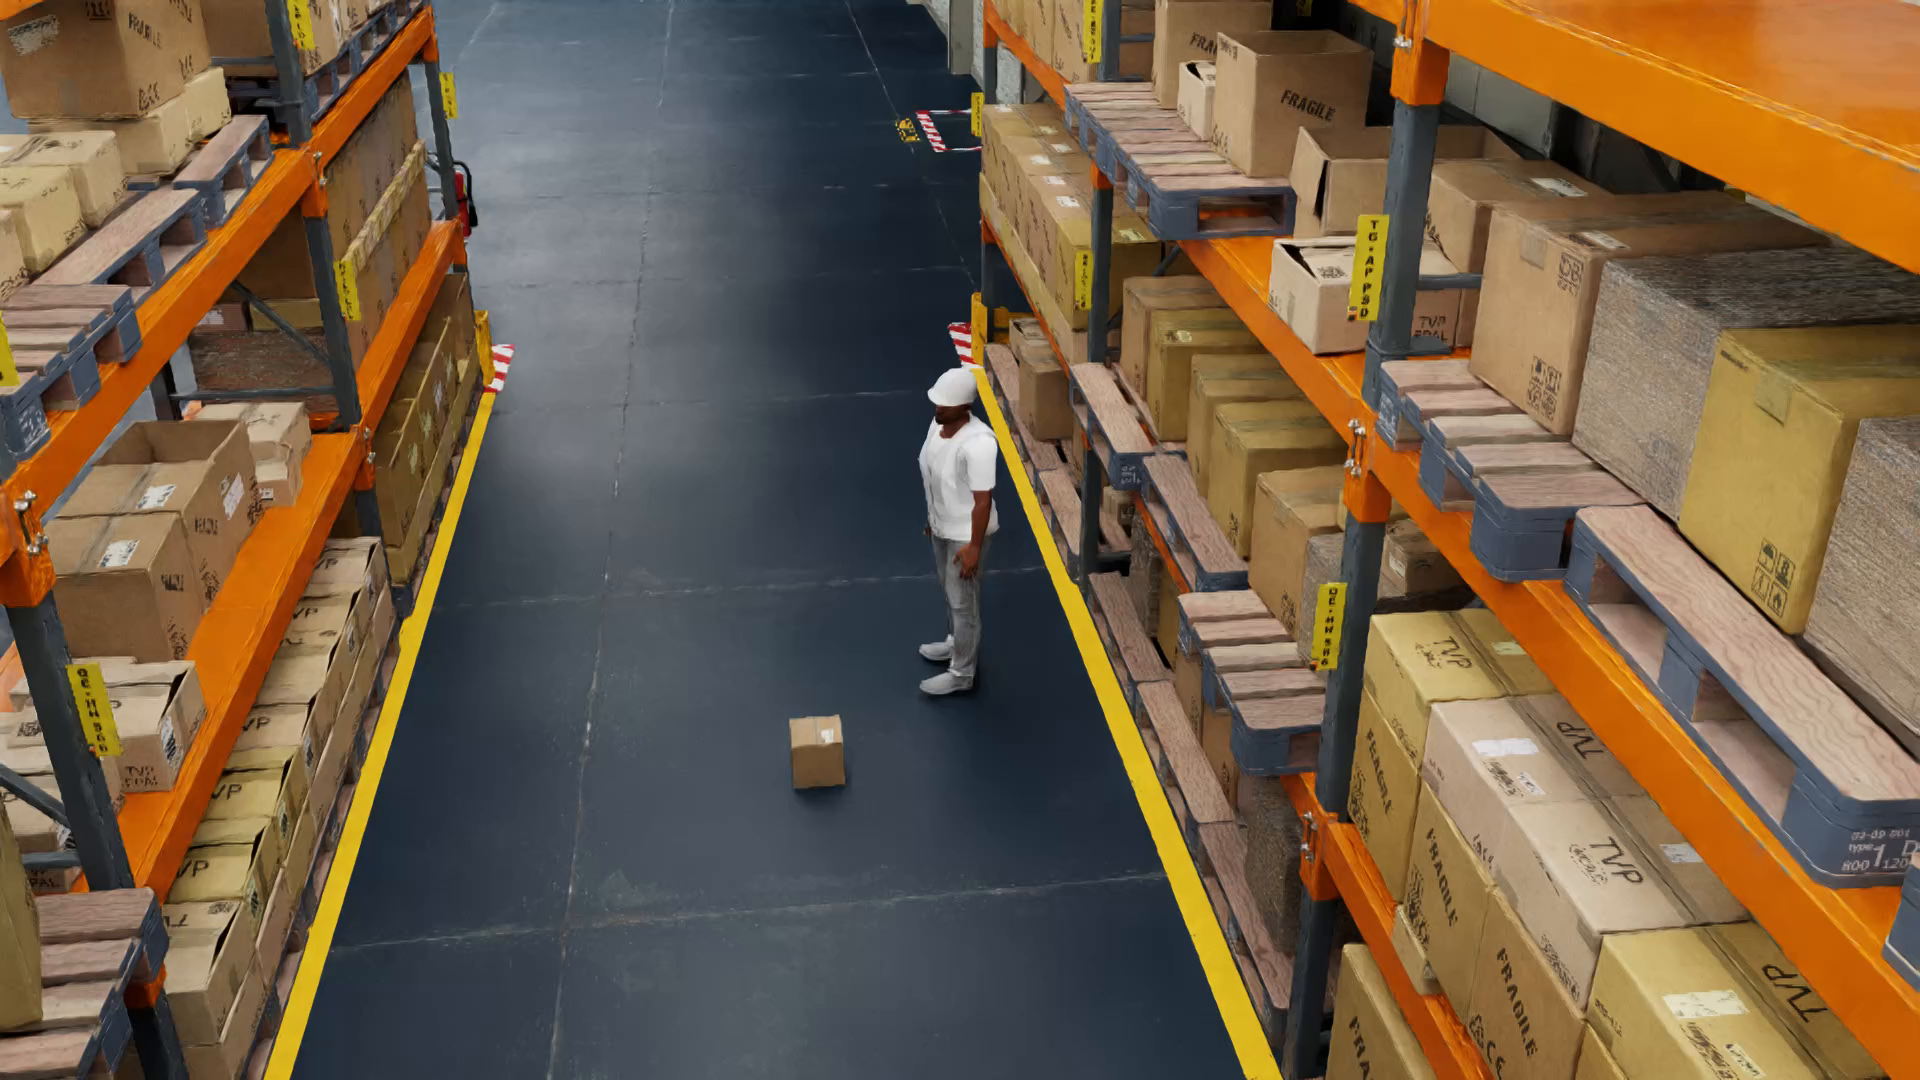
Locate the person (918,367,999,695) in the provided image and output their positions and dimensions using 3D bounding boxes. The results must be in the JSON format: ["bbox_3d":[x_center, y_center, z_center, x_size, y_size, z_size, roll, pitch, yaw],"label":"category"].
[{"bbox_3d":[-0.063,-0.049,8.630,0.470,1.762,0.636,-12,30,-23],"label":"person"}]
